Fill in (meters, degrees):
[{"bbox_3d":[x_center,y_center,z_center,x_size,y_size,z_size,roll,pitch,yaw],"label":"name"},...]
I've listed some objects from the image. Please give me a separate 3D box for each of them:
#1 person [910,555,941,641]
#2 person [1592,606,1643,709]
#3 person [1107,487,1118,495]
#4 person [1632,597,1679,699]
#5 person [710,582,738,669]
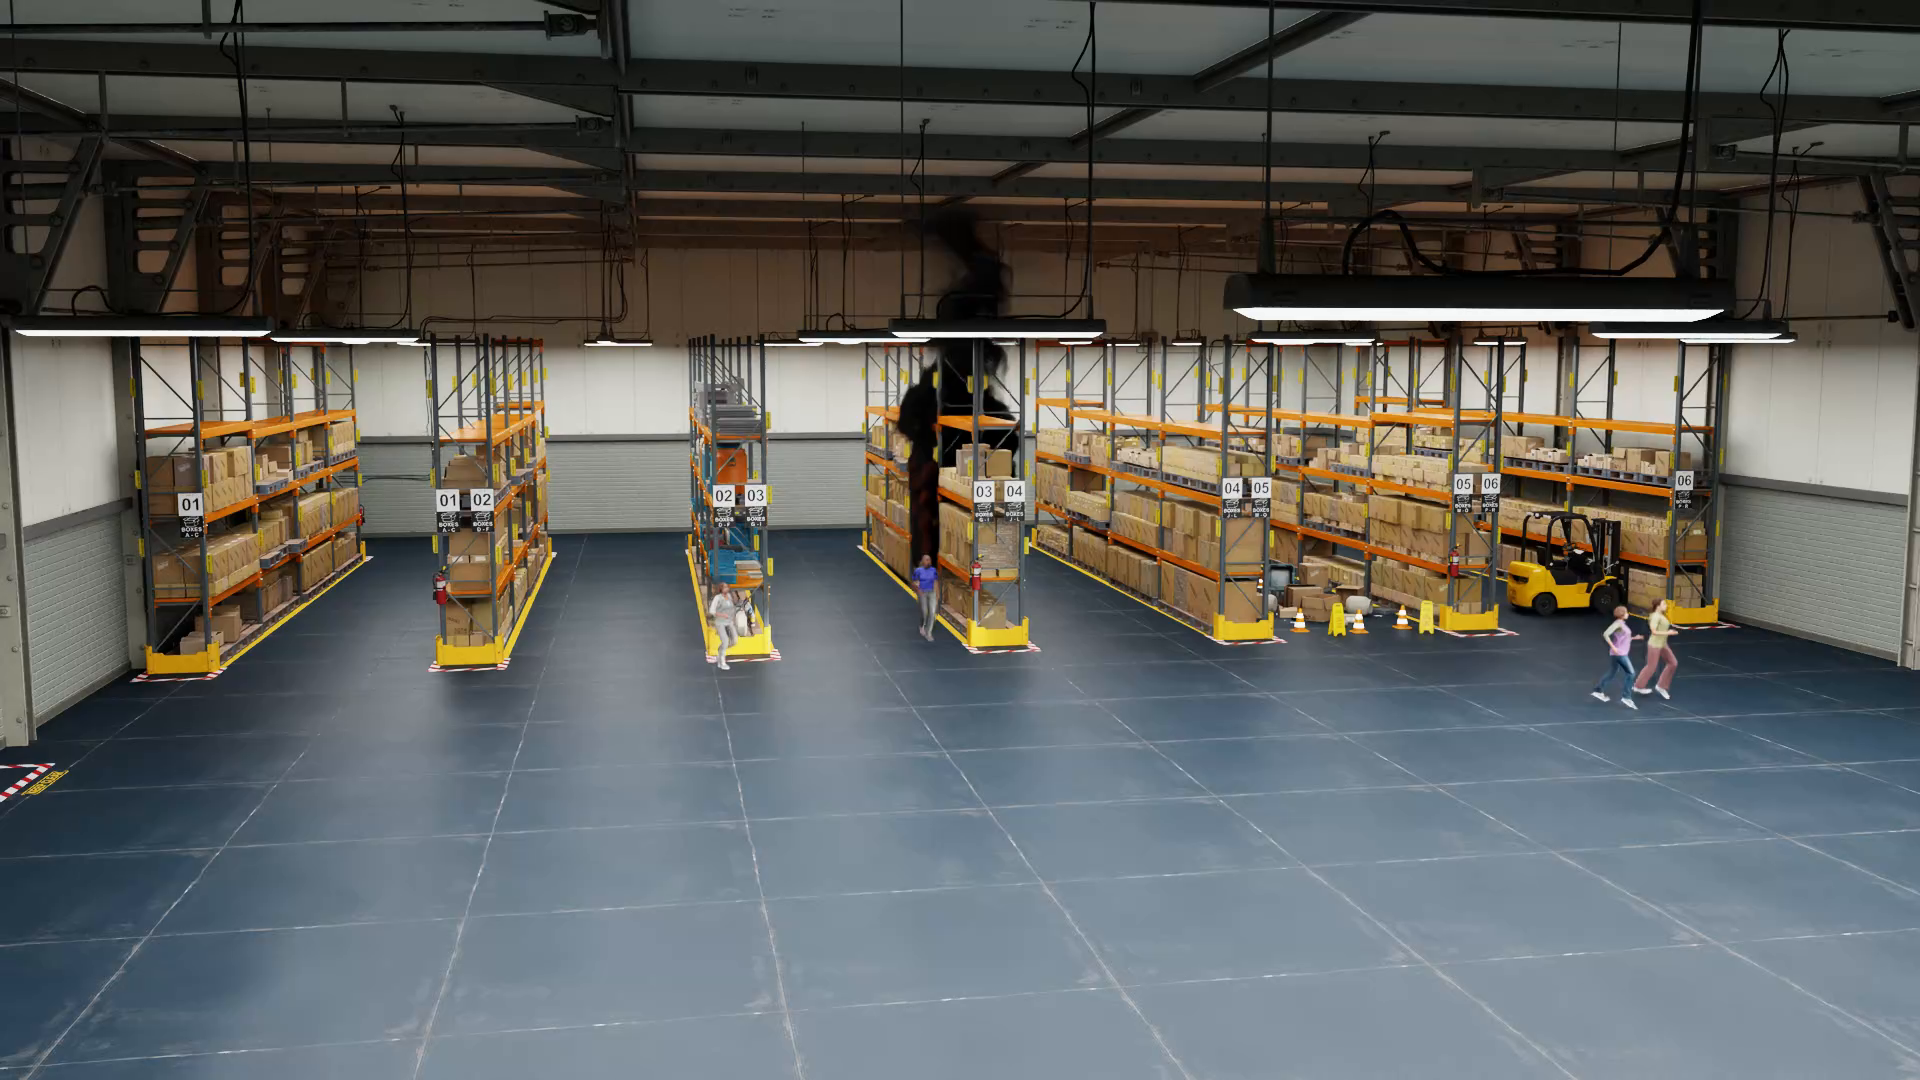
[{"bbox_3d":[-0.650,1.091,31.937,0.613,1.636,0.581,-2,7,-14],"label":"person"},{"bbox_3d":[10.567,1.871,26.700,0.728,1.646,0.507,3,7,22],"label":"person"},{"bbox_3d":[4.858,-0.808,50.412,0.974,1.618,0.635,-2,7,-20],"label":"person"},{"bbox_3d":[11.447,1.778,27.329,0.711,1.710,0.556,5,8,39],"label":"person"},{"bbox_3d":[-4.225,1.537,29.906,0.543,1.570,0.566,6,9,44],"label":"person"}]
